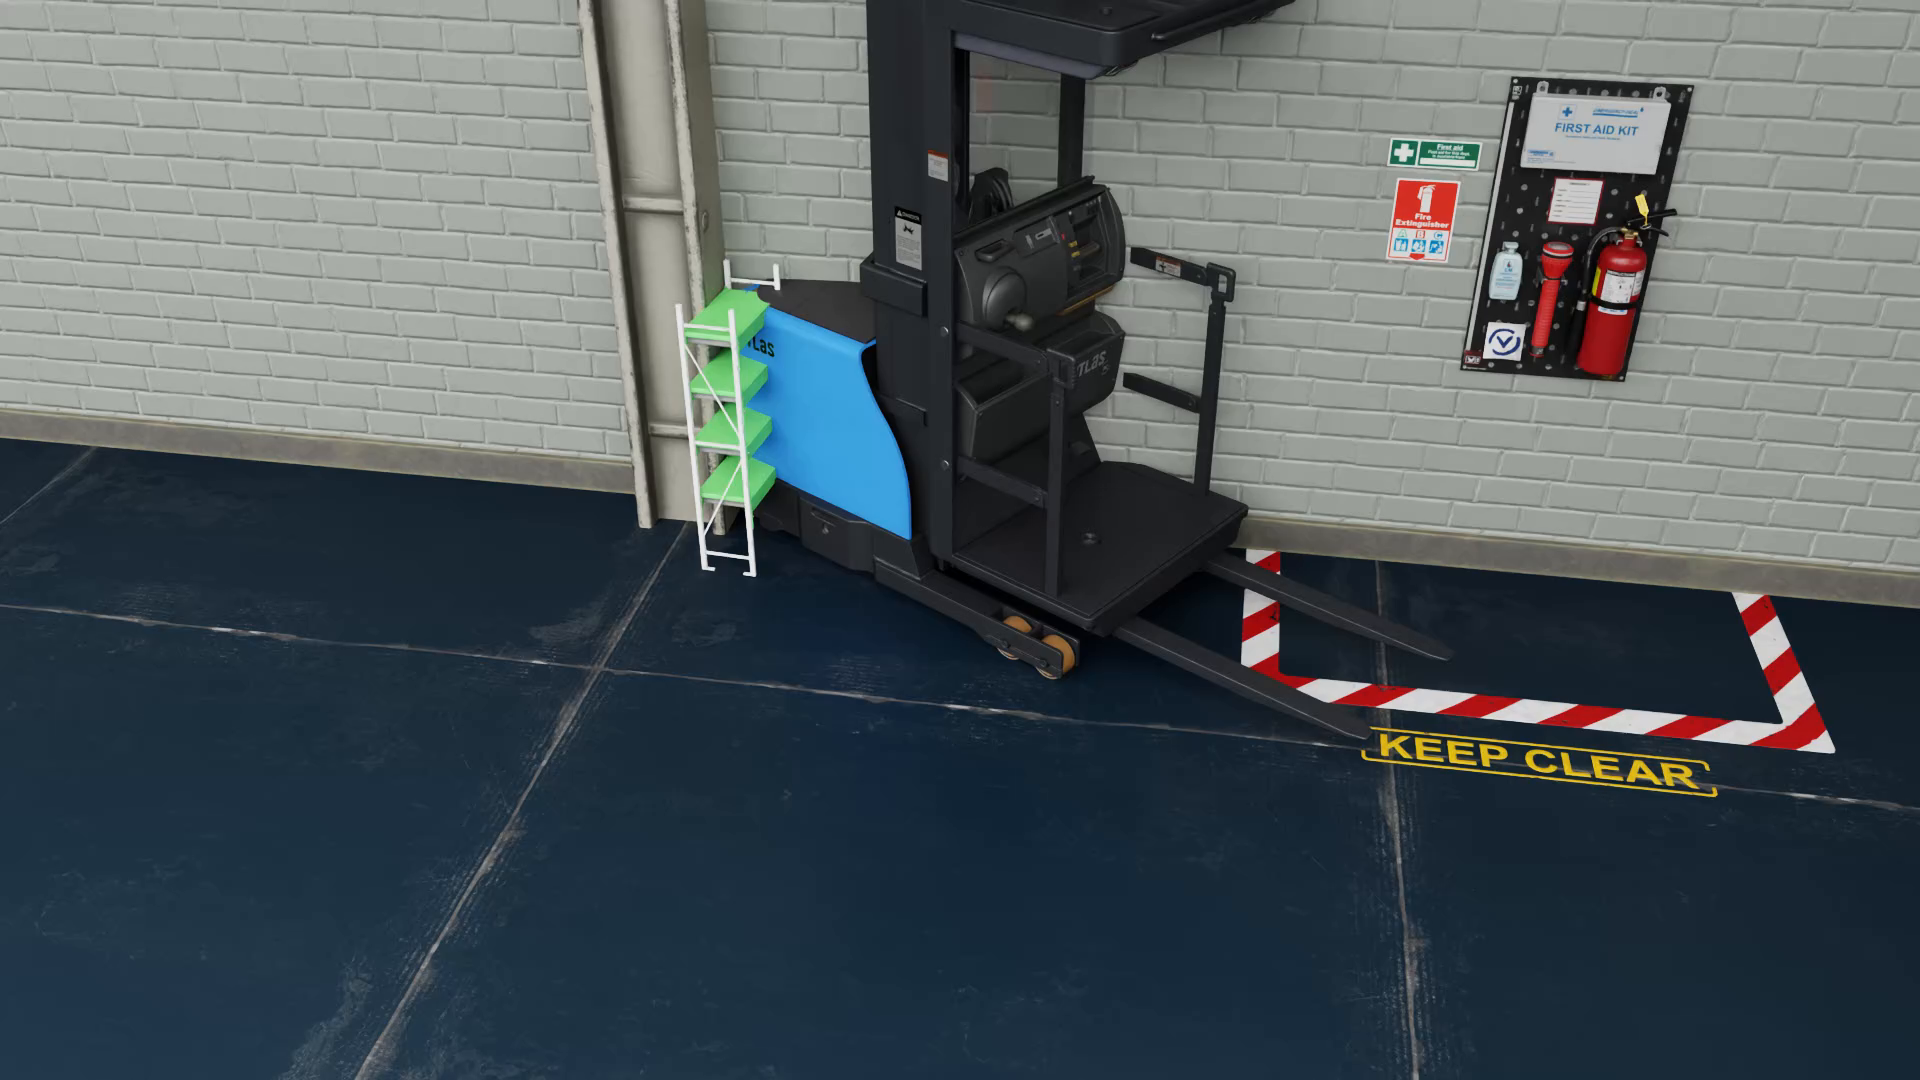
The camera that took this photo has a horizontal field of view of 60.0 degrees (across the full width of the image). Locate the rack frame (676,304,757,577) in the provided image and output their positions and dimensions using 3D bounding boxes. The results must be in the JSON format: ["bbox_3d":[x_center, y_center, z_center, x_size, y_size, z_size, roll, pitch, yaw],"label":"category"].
[{"bbox_3d":[-0.979,-0.381,6.719,0.240,1.200,0.015,7,32,13],"label":"rack frame"}]

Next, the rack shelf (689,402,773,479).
[{"bbox_3d":[-0.915,-0.447,6.954,0.258,0.148,0.480,7,32,13],"label":"rack shelf"}]

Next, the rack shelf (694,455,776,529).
[{"bbox_3d":[-0.913,-0.240,7.076,0.258,0.148,0.480,7,32,13],"label":"rack shelf"}]

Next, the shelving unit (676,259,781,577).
[{"bbox_3d":[-0.916,-0.502,6.921,0.258,1.200,0.503,7,32,13],"label":"shelving unit"}]

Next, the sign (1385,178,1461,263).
[{"bbox_3d":[1.761,-1.215,6.330,0.234,0.329,0.001,5,32,8],"label":"sign"}]

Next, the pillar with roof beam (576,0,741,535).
[{"bbox_3d":[-1.921,-1.683,1.457,0.400,9.000,9.100,5,32,8],"label":"pillar with roof beam"}]

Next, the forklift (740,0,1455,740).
[{"bbox_3d":[0.473,-1.025,6.125,3.031,2.935,1.130,25,40,34],"label":"forklift"}]

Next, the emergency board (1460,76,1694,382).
[{"bbox_3d":[2.288,-1.096,6.174,0.643,1.169,0.194,5,32,8],"label":"emergency board"}]

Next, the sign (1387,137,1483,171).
[{"bbox_3d":[1.764,-1.434,6.181,0.331,0.109,0.001,5,32,8],"label":"sign"}]

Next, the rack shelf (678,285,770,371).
[{"bbox_3d":[-0.919,-0.860,6.709,0.258,0.148,0.480,7,32,13],"label":"rack shelf"}]

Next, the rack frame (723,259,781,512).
[{"bbox_3d":[-0.852,-0.622,7.124,0.240,1.200,0.015,7,32,13],"label":"rack frame"}]

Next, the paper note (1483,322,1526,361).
[{"bbox_3d":[2.125,-0.775,6.491,0.142,0.148,0.016,5,32,8],"label":"paper note"}]

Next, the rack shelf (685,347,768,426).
[{"bbox_3d":[-0.917,-0.653,6.832,0.258,0.148,0.480,7,32,13],"label":"rack shelf"}]
